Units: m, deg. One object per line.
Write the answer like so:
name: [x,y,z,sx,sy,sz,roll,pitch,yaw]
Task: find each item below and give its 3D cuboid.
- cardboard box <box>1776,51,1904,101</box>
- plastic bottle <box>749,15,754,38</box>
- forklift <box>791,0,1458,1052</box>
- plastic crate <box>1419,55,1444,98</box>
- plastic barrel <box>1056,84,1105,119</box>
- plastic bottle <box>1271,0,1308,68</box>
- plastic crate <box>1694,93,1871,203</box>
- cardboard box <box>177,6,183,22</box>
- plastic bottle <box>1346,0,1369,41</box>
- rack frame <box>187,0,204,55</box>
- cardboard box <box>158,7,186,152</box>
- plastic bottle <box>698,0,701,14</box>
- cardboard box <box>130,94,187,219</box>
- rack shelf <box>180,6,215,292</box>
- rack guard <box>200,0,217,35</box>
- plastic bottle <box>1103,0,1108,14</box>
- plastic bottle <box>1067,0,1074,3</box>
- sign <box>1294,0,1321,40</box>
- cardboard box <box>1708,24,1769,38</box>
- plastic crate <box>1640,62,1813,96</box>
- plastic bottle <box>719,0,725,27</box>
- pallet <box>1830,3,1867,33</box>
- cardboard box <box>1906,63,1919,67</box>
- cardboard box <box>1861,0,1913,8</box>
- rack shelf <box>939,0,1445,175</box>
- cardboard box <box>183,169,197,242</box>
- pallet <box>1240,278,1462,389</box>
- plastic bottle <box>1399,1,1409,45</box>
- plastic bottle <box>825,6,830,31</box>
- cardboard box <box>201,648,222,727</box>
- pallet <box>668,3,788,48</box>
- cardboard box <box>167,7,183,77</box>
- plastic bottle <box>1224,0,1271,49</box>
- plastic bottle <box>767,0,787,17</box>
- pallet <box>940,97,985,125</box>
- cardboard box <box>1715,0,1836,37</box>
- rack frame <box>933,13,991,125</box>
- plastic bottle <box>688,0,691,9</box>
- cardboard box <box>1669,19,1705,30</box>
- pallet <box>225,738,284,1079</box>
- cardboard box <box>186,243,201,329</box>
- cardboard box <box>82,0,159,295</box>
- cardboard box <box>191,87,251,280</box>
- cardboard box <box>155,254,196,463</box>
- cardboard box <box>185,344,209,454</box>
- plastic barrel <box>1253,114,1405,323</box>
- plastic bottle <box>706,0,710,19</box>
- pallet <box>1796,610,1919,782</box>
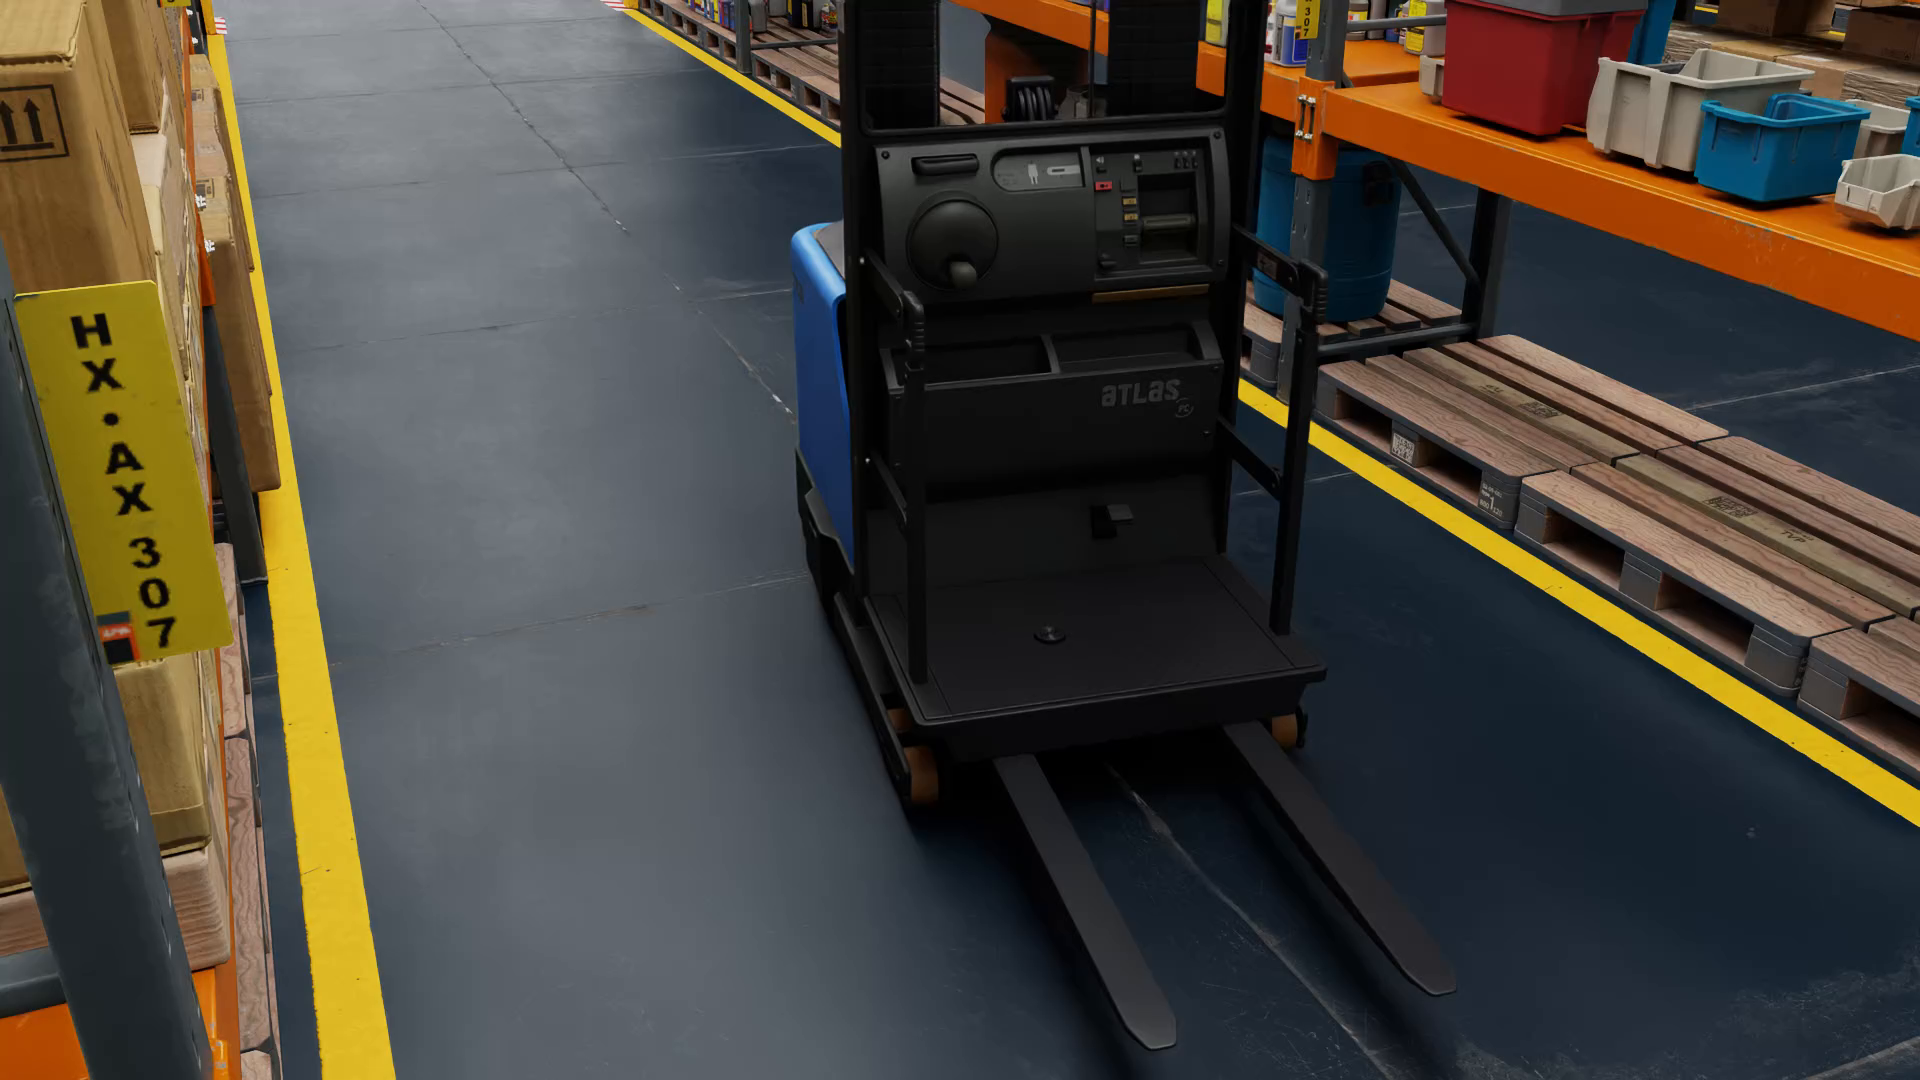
cardboard box: [5.322,-2.679,10.165,0.500,0.500,0.500,-12,28,-22]
plastic bottle: [-1.759,-4.259,13.742,0.097,0.201,0.097,0,26,0]
forklift: [0.304,-0.809,4.065,1.130,2.935,3.031,-7,27,-13]
plastic crate: [1.854,-1.692,6.030,0.396,0.136,0.243,-11,28,-21]
plastic barrel: [0.747,-2.275,9.347,0.421,0.512,0.421,0,26,0]
plastic bottle: [1.351,-2.044,6.659,0.152,0.276,0.135,-11,28,-21]
plastic crate: [2.329,-1.118,4.744,0.416,0.233,0.300,-11,28,-21]
cardboard box: [-3.899,-2.648,7.642,0.500,0.500,0.500,-10,28,-19]
plastic bottle: [1.722,-2.278,7.224,0.097,0.201,0.097,0,26,0]
rack frame: [-5.887,-4.375,11.292,1.000,3.000,0.127,-11,28,-21]
cardboard box: [-2.704,-1.419,5.123,0.500,0.500,0.500,-10,28,-20]
plastic bottle: [-2.300,-4.848,14.869,0.097,0.271,0.097,0,26,0]
cardboard box: [-2.135,-0.870,3.945,0.500,0.250,0.500,-10,28,-19]
rack shelf: [-3.537,-1.629,6.489,1.077,0.370,4.000,-11,28,-21]
rack guard: [-7.424,-4.836,15.085,1.175,0.500,0.348,-11,28,-21]
plastic bottle: [0.735,-2.632,7.855,0.061,0.283,0.133,-11,28,-21]
plastic bottle: [0.581,-2.805,8.224,0.097,0.271,0.097,0,26,0]
sign: [1.296,-2.027,6.167,0.100,0.325,0.005,-11,28,-21]
cardboard box: [5.378,-3.198,11.229,0.500,0.500,0.500,-9,28,-19]
plastic crate: [2.489,-1.494,5.636,0.437,0.125,0.590,-11,28,-21]
plastic bottle: [-2.025,-4.550,14.244,0.061,0.283,0.133,-9,27,-17]
pallet: [8.574,-4.868,15.479,1.003,0.211,1.213,-11,28,-21]
cardboard box: [5.989,-2.574,9.951,0.500,0.500,0.500,-10,28,-20]
cardboard box: [8.707,-5.093,15.110,0.700,0.500,0.500,-11,28,-21]
rack shelf: [1.020,-2.481,8.232,1.077,0.370,4.000,-11,28,-21]
cardboard box: [-2.232,-0.862,4.382,0.380,0.149,0.250,-10,28,-20]
pallet: [1.539,-1.062,7.684,1.003,0.211,1.213,-11,28,-21]
plastic bottle: [1.938,-2.226,7.116,0.097,0.201,0.097,0,26,0]
plastic bottle: [-1.091,-4.411,14.054,0.097,0.201,0.097,0,26,0]
cardboard box: [-1.226,0.176,2.258,0.380,0.149,0.250,-11,28,-22]
pallet: [-2.036,-4.744,15.227,1.003,0.211,1.213,-11,28,-21]
cardboard box: [-3.305,-2.032,6.378,0.500,0.500,0.500,-10,28,-20]
plastic bottle: [1.208,-2.192,6.961,0.152,0.276,0.135,-11,28,-21]
plastic bottle: [-1.631,-4.809,14.784,0.152,0.276,0.135,-11,28,-21]
pallet: [-0.031,-2.678,10.993,1.003,0.211,1.213,-11,28,-21]
cardboard box: [5.404,-3.513,11.019,0.500,0.250,0.500,-9,28,-19]
rack frame: [0.237,-3.611,9.727,1.000,3.000,0.127,-11,28,-21]
plastic bottle: [-2.432,-4.954,15.165,0.097,0.201,0.097,0,26,0]
cardboard box: [4.711,-3.302,11.442,0.500,0.500,0.500,-9,28,-18]
pallet: [-2.047,0.921,3.622,1.003,0.211,1.213,-11,28,-21]
cardboard box: [-1.930,-0.550,3.745,0.380,0.149,0.250,-10,28,-20]
cardboard box: [-1.532,-0.584,2.504,0.500,0.500,0.500,-11,28,-22]
cardboard box: [-3.728,-1.351,7.041,1.225,0.875,0.875,-10,28,-20]
cardboard box: [-1.530,-0.249,2.673,0.500,0.250,0.500,-12,28,-22]
cardboard box: [-1.627,-0.238,3.106,0.380,0.149,0.250,-11,28,-22]
plastic barrel: [1.606,-1.465,7.244,0.600,0.901,0.708,-11,28,-21]
plastic bottle: [-2.180,-4.694,14.633,0.097,0.201,0.097,0,26,0]
pallet: [3.082,0.532,4.420,1.003,0.211,1.213,-11,28,-21]
